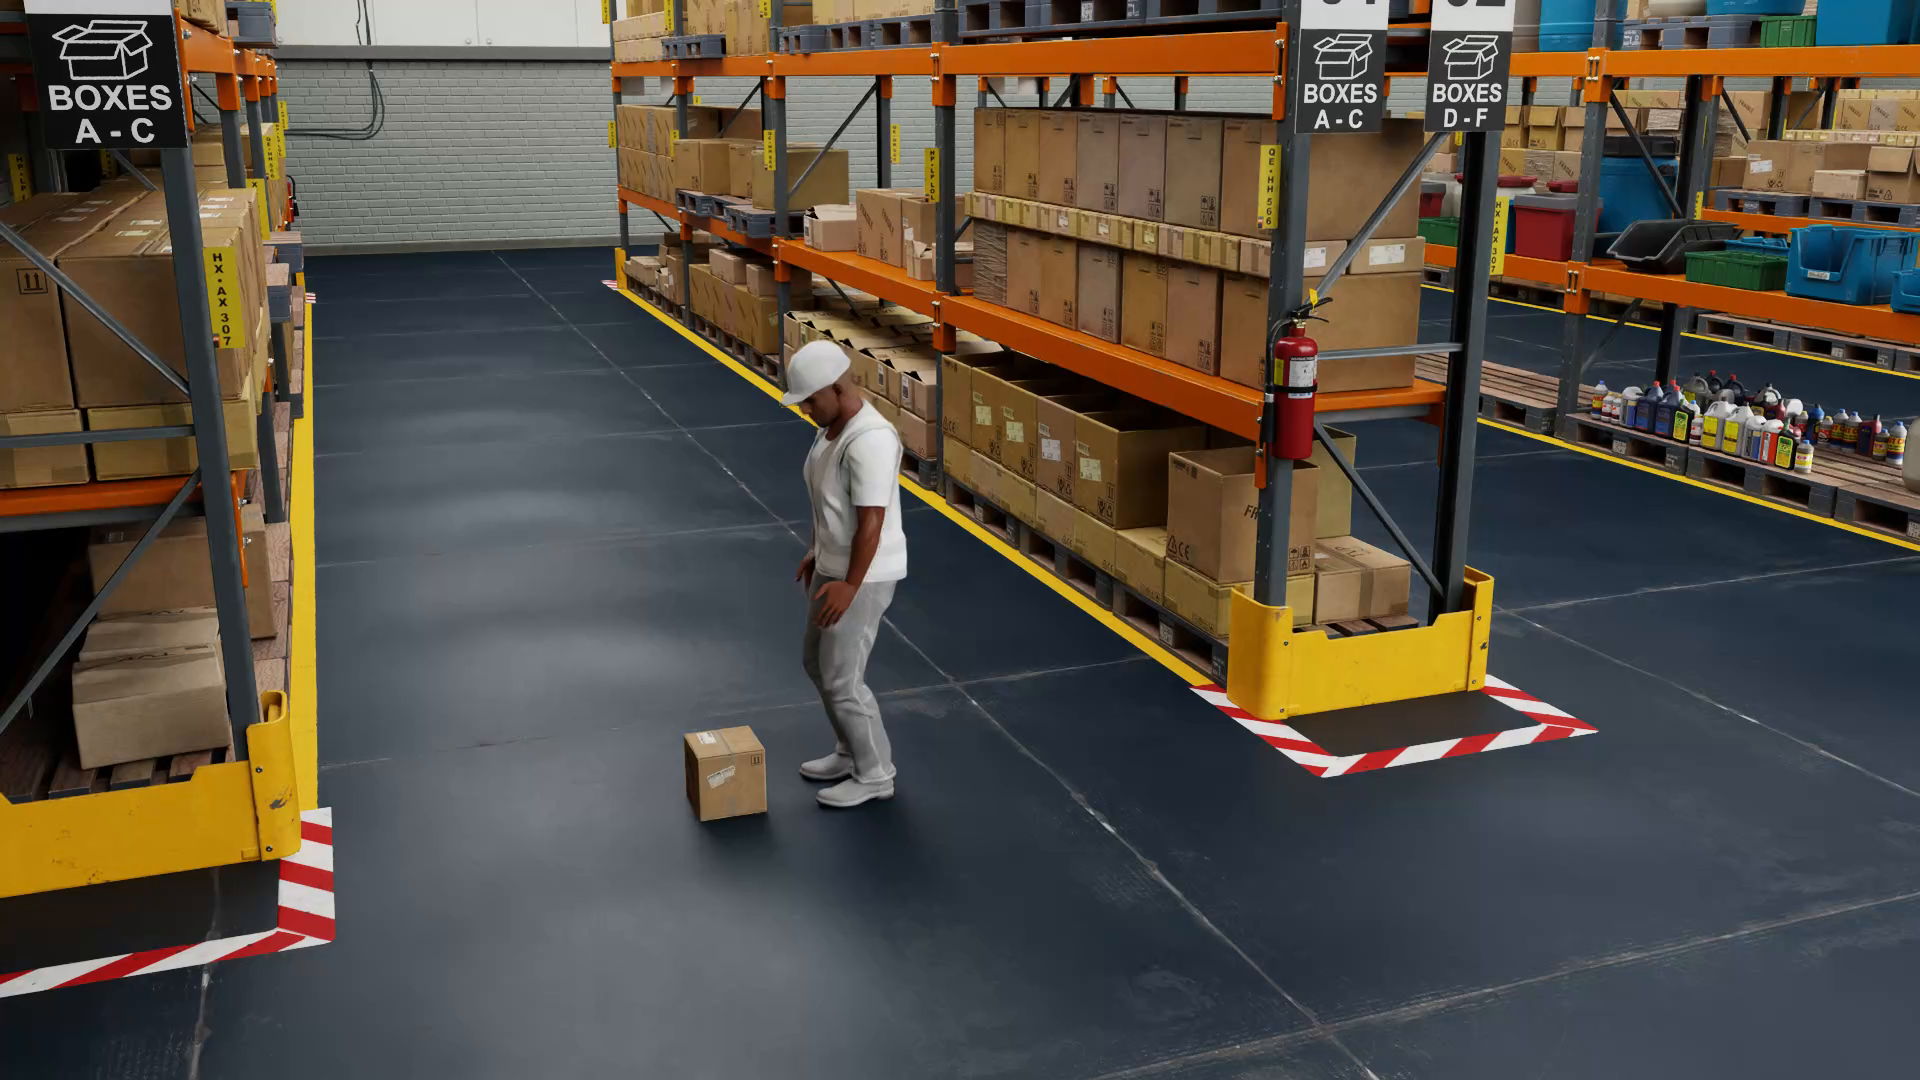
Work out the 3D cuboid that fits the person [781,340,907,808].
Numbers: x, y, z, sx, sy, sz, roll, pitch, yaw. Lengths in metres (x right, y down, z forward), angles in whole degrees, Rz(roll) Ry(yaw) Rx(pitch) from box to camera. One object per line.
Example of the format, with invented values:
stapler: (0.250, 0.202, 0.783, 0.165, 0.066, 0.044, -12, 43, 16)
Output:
person: (-0.425, 0.121, 6.123, 0.437, 1.725, 0.588, -5, 16, -19)
